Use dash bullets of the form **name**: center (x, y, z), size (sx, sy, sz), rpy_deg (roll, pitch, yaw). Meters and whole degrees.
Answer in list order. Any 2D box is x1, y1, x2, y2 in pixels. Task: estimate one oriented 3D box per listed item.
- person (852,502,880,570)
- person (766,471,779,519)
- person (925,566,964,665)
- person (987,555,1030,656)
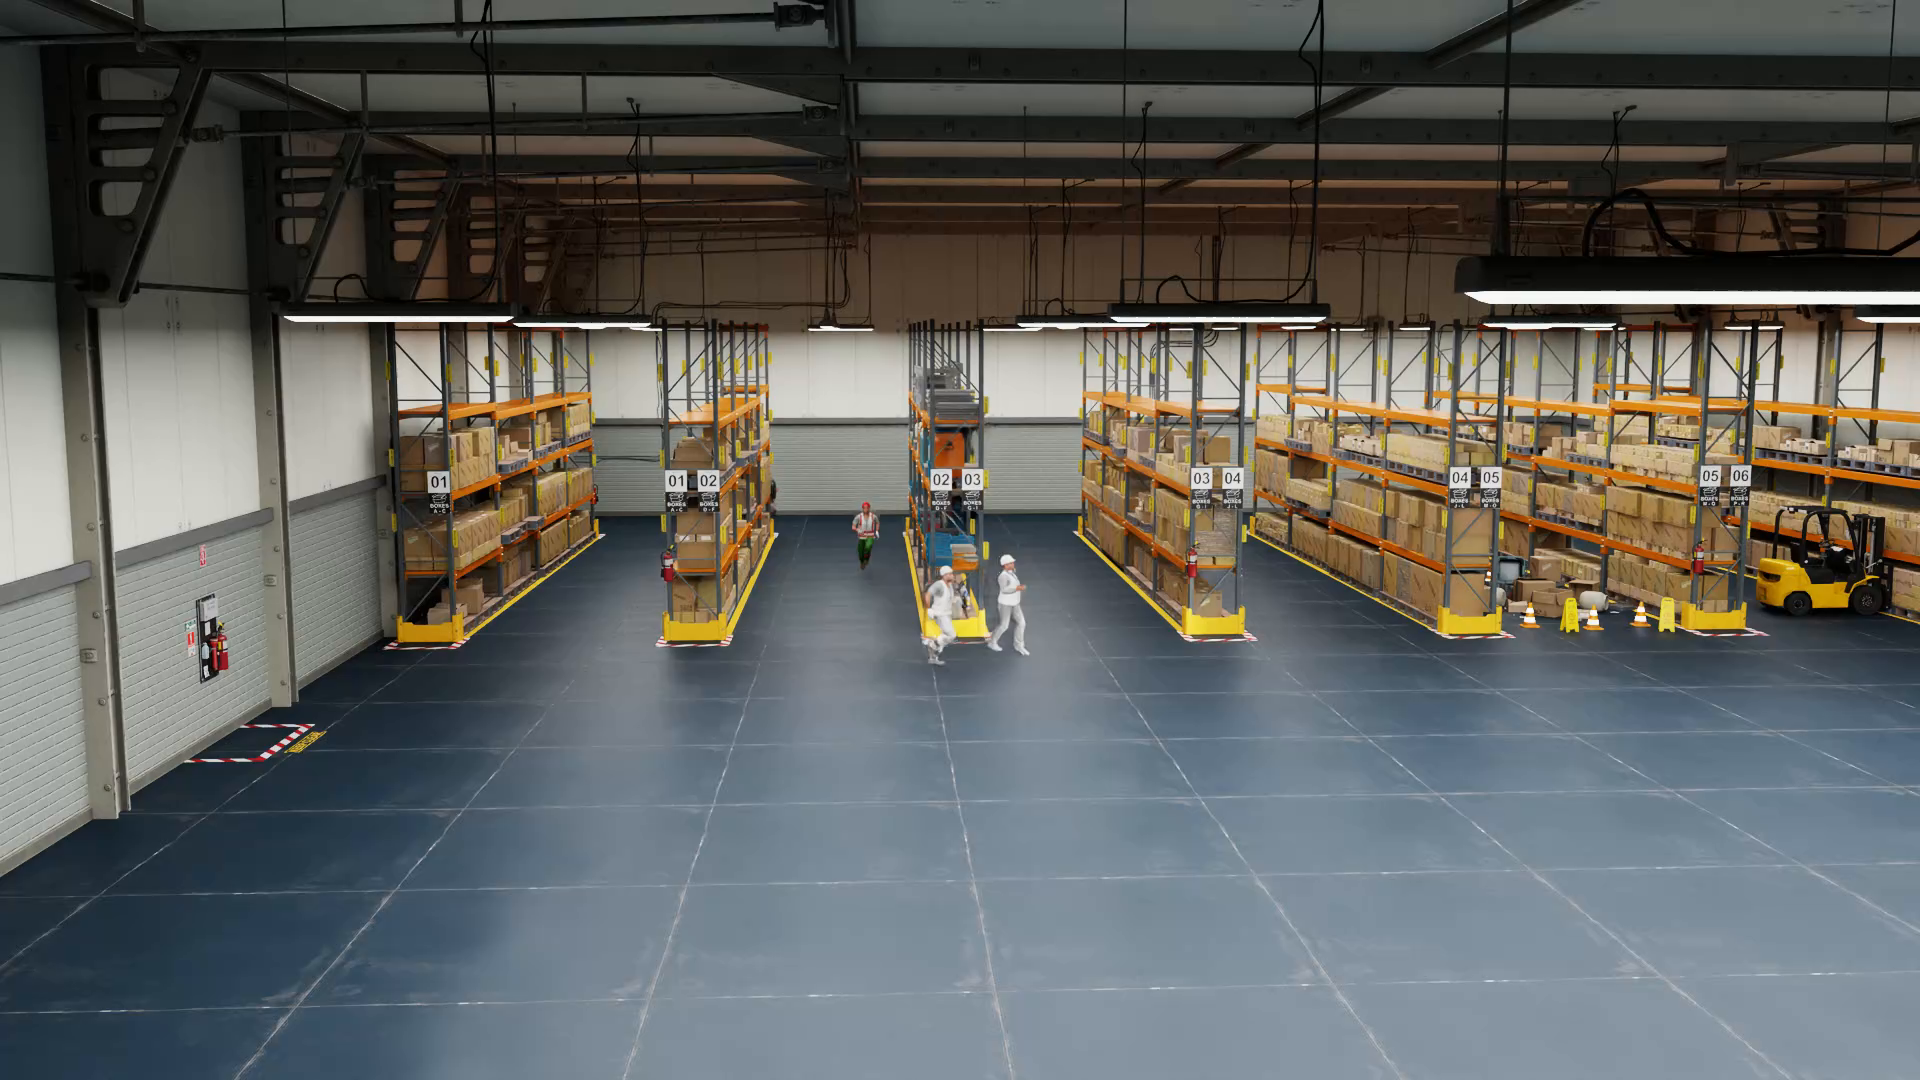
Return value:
- **person**: center (-2.231, -0.080, 39.534), size (0.658, 1.664, 0.881), rpy_deg (-1, 7, -5)
- **person**: center (-5.655, -1.182, 49.177), size (0.741, 1.747, 0.653), rpy_deg (4, 8, 31)
- **person**: center (-0.253, 1.312, 28.767), size (0.616, 1.733, 0.662), rpy_deg (3, 8, 23)
- **person**: center (0.853, 1.169, 29.754), size (0.774, 1.824, 0.647), rpy_deg (4, 8, 26)
